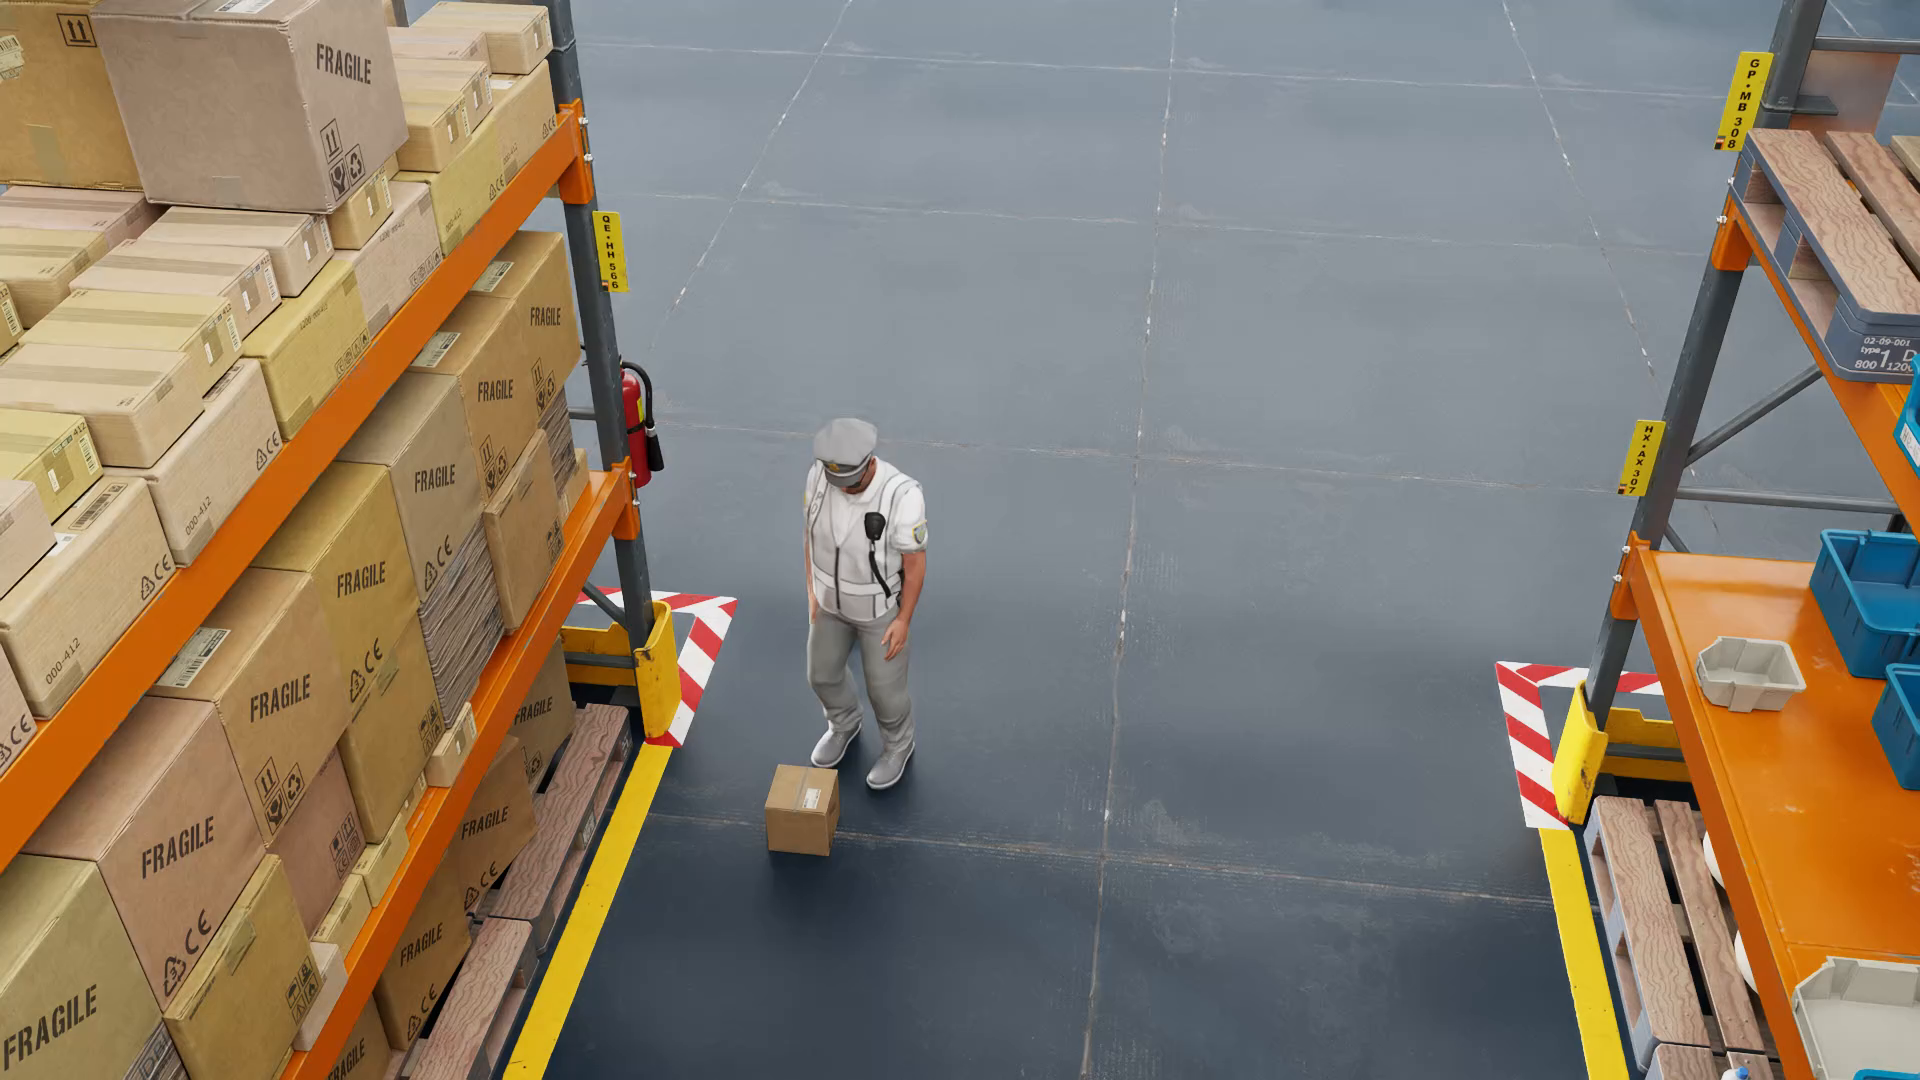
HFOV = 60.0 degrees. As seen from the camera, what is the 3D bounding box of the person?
[{"bbox_3d":[-0.382,0.248,6.728,0.547,1.722,0.440,17,39,22],"label":"person"}]
